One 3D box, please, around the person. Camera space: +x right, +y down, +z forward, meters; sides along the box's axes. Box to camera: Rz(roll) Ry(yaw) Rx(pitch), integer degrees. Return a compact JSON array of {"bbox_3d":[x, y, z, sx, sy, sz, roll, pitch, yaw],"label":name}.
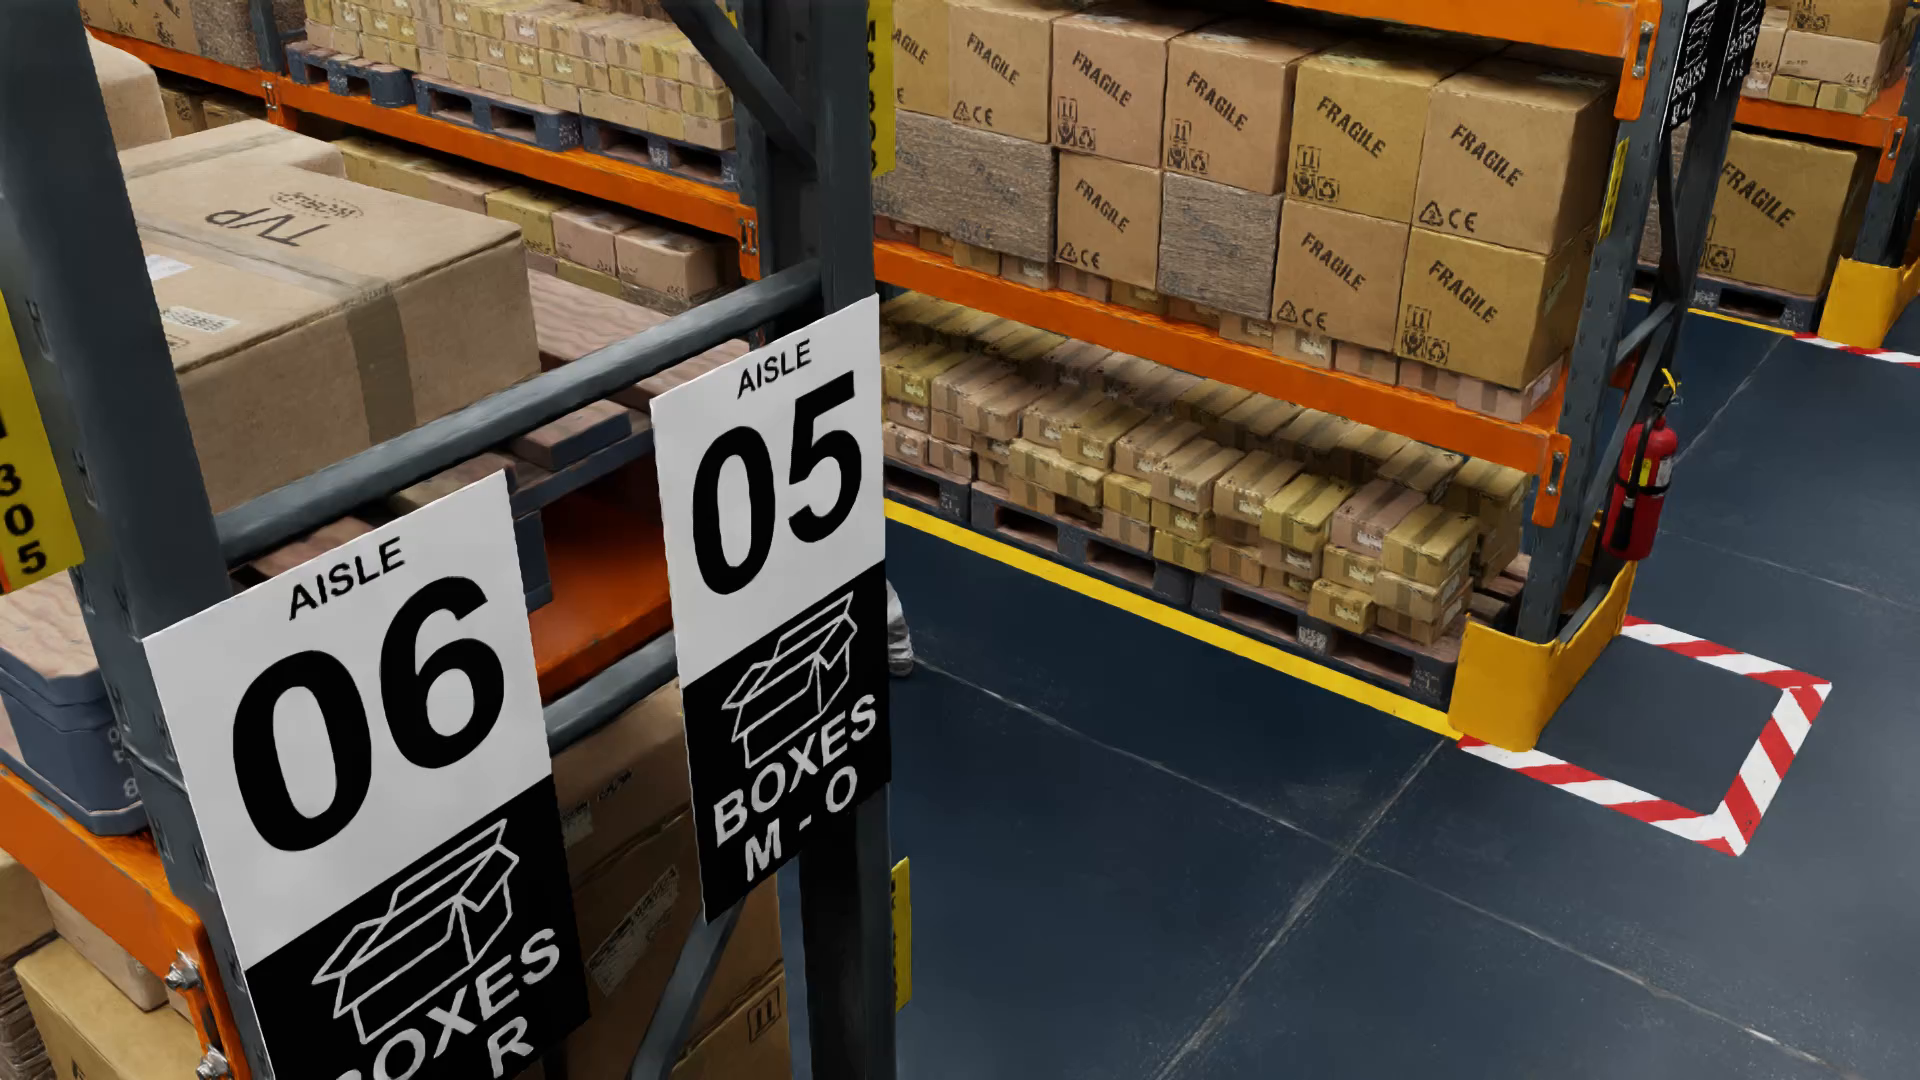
[{"bbox_3d":[-0.555,-0.122,6.357,0.691,1.791,0.686,4,31,6],"label":"person"}]
